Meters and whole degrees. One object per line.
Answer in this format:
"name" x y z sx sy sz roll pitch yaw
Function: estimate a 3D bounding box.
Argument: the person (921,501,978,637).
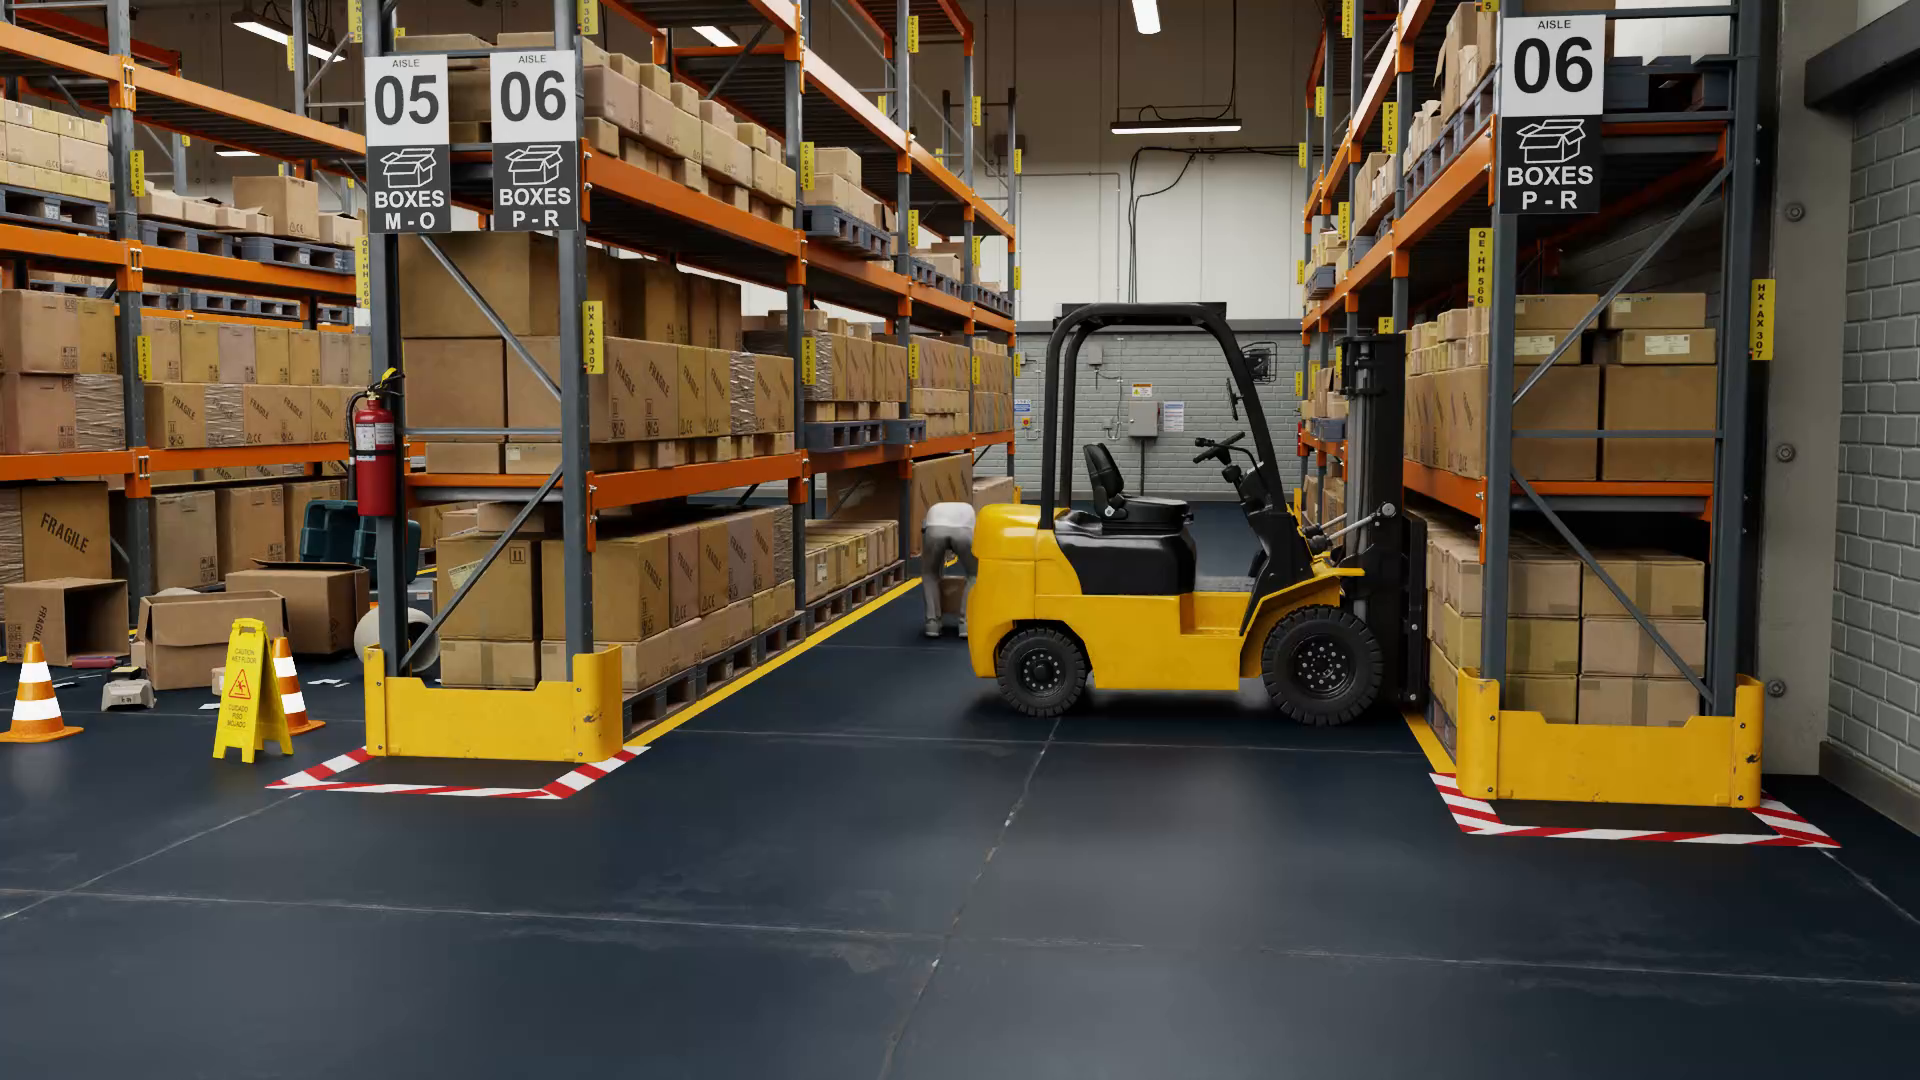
"person" -0.048 0.193 11.906 0.448 0.960 0.896 0 5 5
